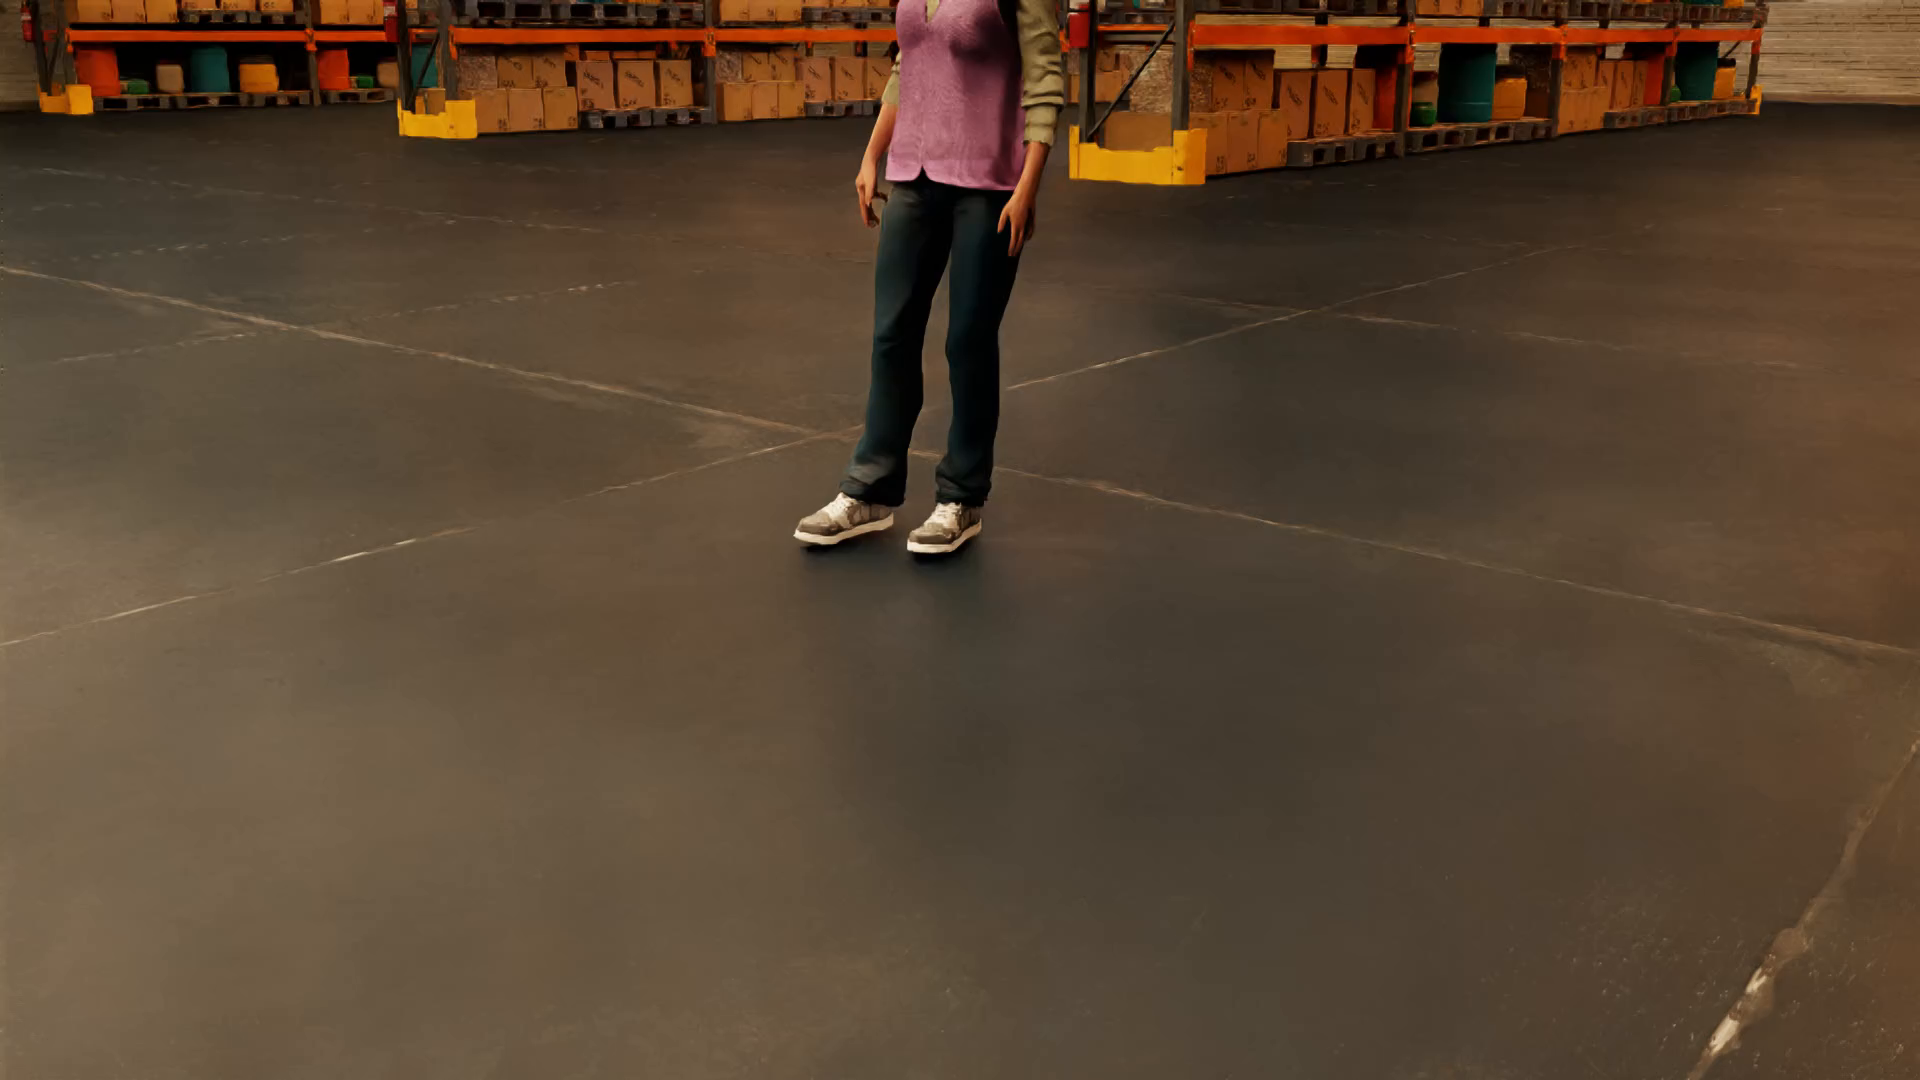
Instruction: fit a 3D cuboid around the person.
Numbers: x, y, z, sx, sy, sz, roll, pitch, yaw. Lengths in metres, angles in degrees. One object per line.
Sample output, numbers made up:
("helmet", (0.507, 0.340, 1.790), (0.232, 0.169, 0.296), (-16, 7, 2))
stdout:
("person", (-0.058, -0.757, 3.661), (0.520, 1.597, 0.474), (13, 21, 37))
